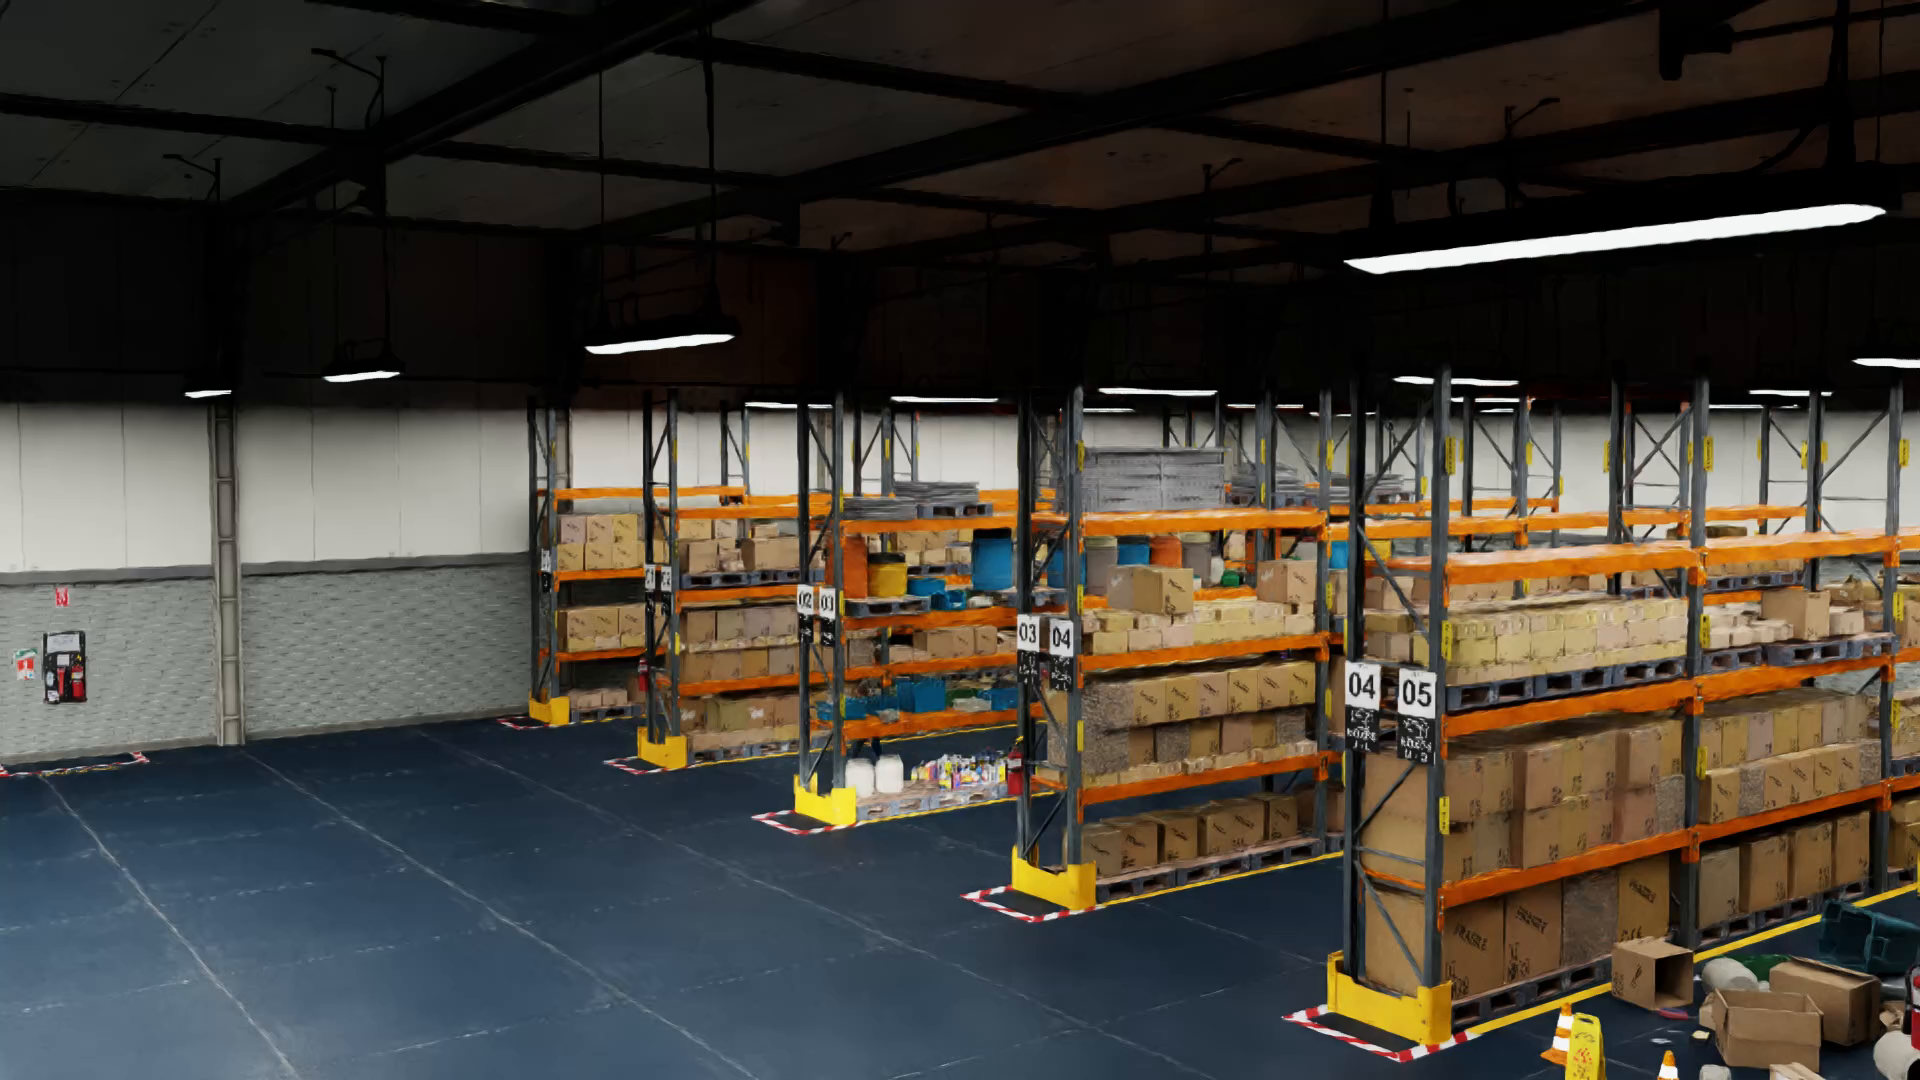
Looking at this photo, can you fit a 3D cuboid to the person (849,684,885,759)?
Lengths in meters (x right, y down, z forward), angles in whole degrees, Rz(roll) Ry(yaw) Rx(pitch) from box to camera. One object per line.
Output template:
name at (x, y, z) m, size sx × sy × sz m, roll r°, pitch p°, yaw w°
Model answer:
person at (-1.355, 2.883, 25.057) m, size 0.877 × 1.466 × 0.416 m, roll -3°, pitch 4°, yaw -38°
